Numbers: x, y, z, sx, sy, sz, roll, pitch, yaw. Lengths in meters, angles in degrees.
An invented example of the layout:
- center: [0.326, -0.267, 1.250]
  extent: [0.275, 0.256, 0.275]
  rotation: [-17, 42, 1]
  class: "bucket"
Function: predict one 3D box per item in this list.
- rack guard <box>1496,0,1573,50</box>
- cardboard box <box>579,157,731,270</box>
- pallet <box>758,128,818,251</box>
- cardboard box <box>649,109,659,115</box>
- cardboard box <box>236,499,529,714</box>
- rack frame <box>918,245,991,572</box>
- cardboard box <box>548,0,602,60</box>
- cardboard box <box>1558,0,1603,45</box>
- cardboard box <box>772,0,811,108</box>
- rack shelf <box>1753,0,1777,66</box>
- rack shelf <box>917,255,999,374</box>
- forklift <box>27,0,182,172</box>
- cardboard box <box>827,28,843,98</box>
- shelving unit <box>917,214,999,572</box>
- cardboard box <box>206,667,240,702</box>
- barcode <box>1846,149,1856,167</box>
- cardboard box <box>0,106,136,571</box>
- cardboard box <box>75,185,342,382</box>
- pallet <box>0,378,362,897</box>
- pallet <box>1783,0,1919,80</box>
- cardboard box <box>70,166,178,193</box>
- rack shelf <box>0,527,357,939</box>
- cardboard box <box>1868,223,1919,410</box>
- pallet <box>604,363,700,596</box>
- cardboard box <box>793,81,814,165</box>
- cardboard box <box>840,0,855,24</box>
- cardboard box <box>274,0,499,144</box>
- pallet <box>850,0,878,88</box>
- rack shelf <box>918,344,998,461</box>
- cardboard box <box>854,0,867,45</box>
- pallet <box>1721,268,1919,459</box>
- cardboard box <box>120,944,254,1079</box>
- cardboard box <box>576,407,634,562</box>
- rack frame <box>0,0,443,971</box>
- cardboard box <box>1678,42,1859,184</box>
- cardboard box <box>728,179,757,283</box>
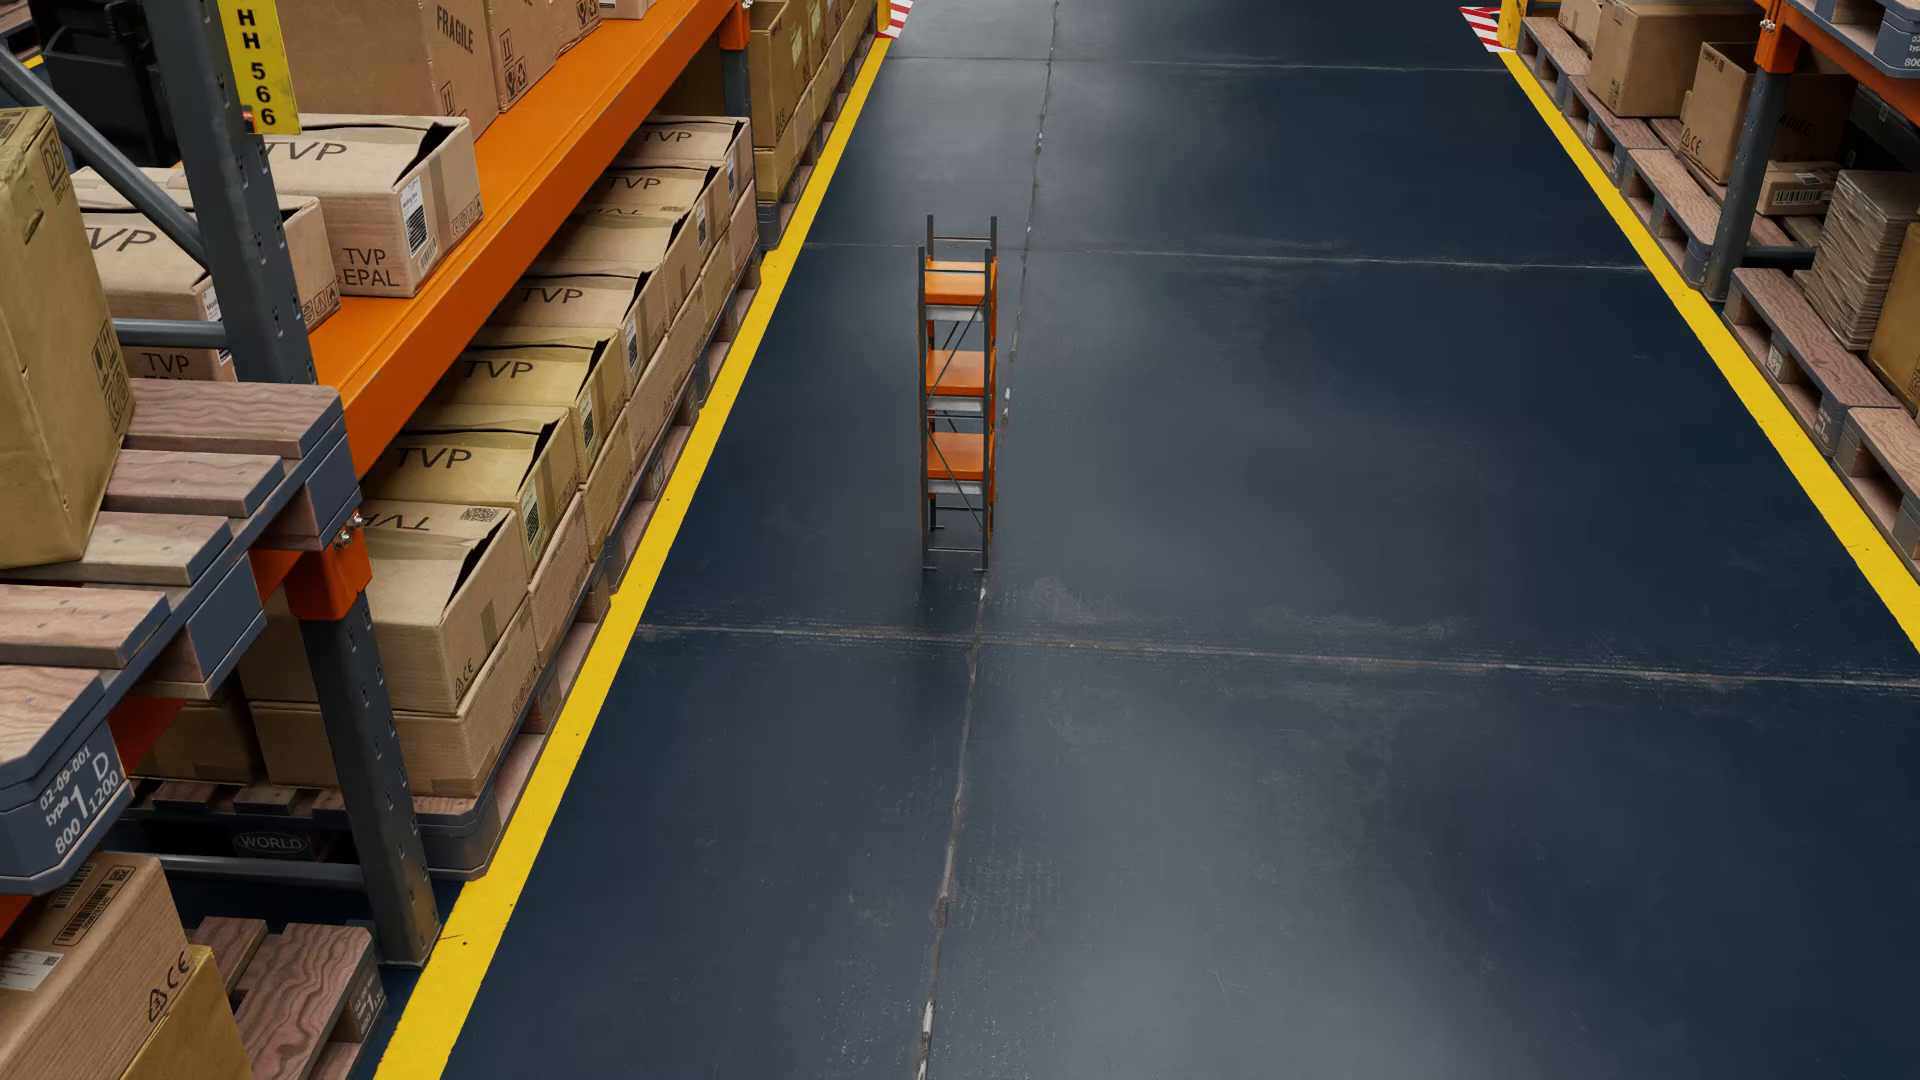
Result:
- center: [3.896, -3.244, 10.037]
  extent: [1.175, 0.500, 0.348]
  rotation: [2, 32, 4]
  class: "rack guard"
- center: [-1.144, -1.216, 6.050]
  extent: [0.500, 0.311, 0.500]
  rotation: [3, 32, 5]
  class: "cardboard box"
- center: [-1.254, -1.692, 7.795]
  extent: [1.003, 0.211, 1.213]
  rotation: [2, 32, 4]
  class: "pallet"
- center: [-1.541, -1.725, 7.411]
  extent: [0.500, 0.250, 0.500]
  rotation: [2, 32, 4]
  class: "cardboard box"
- center: [-1.351, 0.118, 3.886]
  extent: [0.500, 0.311, 0.500]
  rotation: [3, 32, 6]
  class: "cardboard box"
- center: [-0.014, -0.355, 4.826]
  extent: [0.200, 1.050, 0.008]
  rotation: [2, 32, 4]
  class: "rack frame"
- center: [-1.482, -1.832, 5.268]
  extent: [0.500, 0.500, 0.500]
  rotation: [5, 32, 8]
  class: "cardboard box"
- center: [3.757, -3.032, 9.454]
  extent: [0.500, 0.311, 0.500]
  rotation: [-1, 32, -2]
  class: "cardboard box"
- center: [-0.978, -2.284, 7.603]
  extent: [0.500, 0.500, 0.500]
  rotation: [2, 32, 4]
  class: "cardboard box"
- center: [3.740, -2.995, 7.937]
  extent: [1.077, 0.370, 4.000]
  rotation: [2, 32, 4]
  class: "rack shelf"
- center: [-0.004, -0.652, 4.786]
  extent: [0.215, 0.259, 0.240]
  rotation: [2, 32, 4]
  class: "rack shelf"
- center: [-3.181, -2.131, 5.915]
  extent: [1.130, 2.935, 3.031]
  rotation: [13, 34, 20]
  class: "forklift"
- center: [-0.894, -2.487, 8.648]
  extent: [0.500, 0.250, 0.500]
  rotation: [2, 32, 4]
  class: "cardboard box"
- center: [-0.004, -0.419, 4.929]
  extent: [0.215, 1.050, 0.252]
  rotation: [2, 32, 4]
  class: "shelving unit"
- center: [-1.889, 0.095, 3.923]
  extent: [0.500, 0.311, 0.500]
  rotation: [3, 32, 5]
  class: "cardboard box"
- center: [3.945, -1.691, 7.366]
  extent: [0.001, 0.075, 0.075]
  rotation: [2, 32, 4]
  class: "barcode"
- center: [-1.625, -0.261, 2.319]
  extent: [0.700, 0.500, 0.500]
  rotation: [-8, 33, -13]
  class: "cardboard box"
- center: [-1.613, -0.524, 3.326]
  extent: [0.500, 0.311, 0.500]
  rotation: [4, 32, 7]
  class: "cardboard box"
- center: [-1.671, 0.065, 2.468]
  extent: [1.213, 0.211, 1.003]
  rotation: [2, 32, 4]
  class: "pallet"
- center: [3.370, -1.781, 5.463]
  extent: [1.003, 0.211, 1.213]
  rotation: [2, 32, 4]
  class: "pallet"
- center: [-1.888, -0.749, 3.846]
  extent: [0.380, 0.149, 0.250]
  rotation: [2, 32, 4]
  class: "cardboard box"
- center: [-1.849, 0.978, 1.489]
  extent: [1.077, 0.370, 4.000]
  rotation: [2, 32, 4]
  class: "rack shelf"
- center: [3.542, -0.721, 5.524]
  extent: [0.700, 0.500, 0.500]
  rotation: [2, 32, 3]
  class: "cardboard box"
- center: [-1.478, -0.252, 5.457]
  extent: [1.003, 0.211, 1.213]
  rotation: [2, 32, 4]
  class: "pallet"
- center: [-0.975, -1.964, 7.799]
  extent: [0.500, 0.250, 0.500]
  rotation: [2, 32, 4]
  class: "cardboard box"
- center: [-0.849, -3.068, 8.875]
  extent: [0.500, 0.500, 0.500]
  rotation: [2, 32, 4]
  class: "cardboard box"
- center: [-1.566, -1.294, 4.396]
  extent: [0.500, 0.500, 0.500]
  rotation: [1, 32, 1]
  class: "cardboard box"
- center: [-1.055, -2.968, 9.865]
  extent: [1.003, 0.211, 1.213]
  rotation: [2, 32, 4]
  class: "pallet"
- center: [-0.004, -0.410, 4.935]
  extent: [0.215, 0.259, 0.240]
  rotation: [2, 32, 4]
  class: "rack shelf"
- center: [-0.813, -3.010, 9.496]
  extent: [0.500, 0.250, 0.500]
  rotation: [2, 32, 4]
  class: "cardboard box"
- center: [3.515, -0.662, 6.122]
  extent: [1.003, 0.211, 1.213]
  rotation: [2, 32, 4]
  class: "pallet"
- center: [-1.528, 1.002, 2.728]
  extent: [0.500, 0.500, 0.500]
  rotation: [4, 32, 6]
  class: "cardboard box"
- center: [-1.275, -0.178, 4.901]
  extent: [0.500, 0.250, 0.500]
  rotation: [2, 32, 3]
  class: "cardboard box"
- center: [-1.686, -0.374, 2.998]
  extent: [1.000, 3.000, 0.127]
  rotation: [2, 32, 4]
  class: "rack frame"
- center: [3.622, -1.923, 7.475]
  extent: [0.500, 0.500, 0.500]
  rotation: [0, 32, 0]
  class: "cardboard box"
- center: [-1.105, -1.244, 6.631]
  extent: [0.500, 0.250, 0.500]
  rotation: [2, 32, 4]
  class: "cardboard box"
